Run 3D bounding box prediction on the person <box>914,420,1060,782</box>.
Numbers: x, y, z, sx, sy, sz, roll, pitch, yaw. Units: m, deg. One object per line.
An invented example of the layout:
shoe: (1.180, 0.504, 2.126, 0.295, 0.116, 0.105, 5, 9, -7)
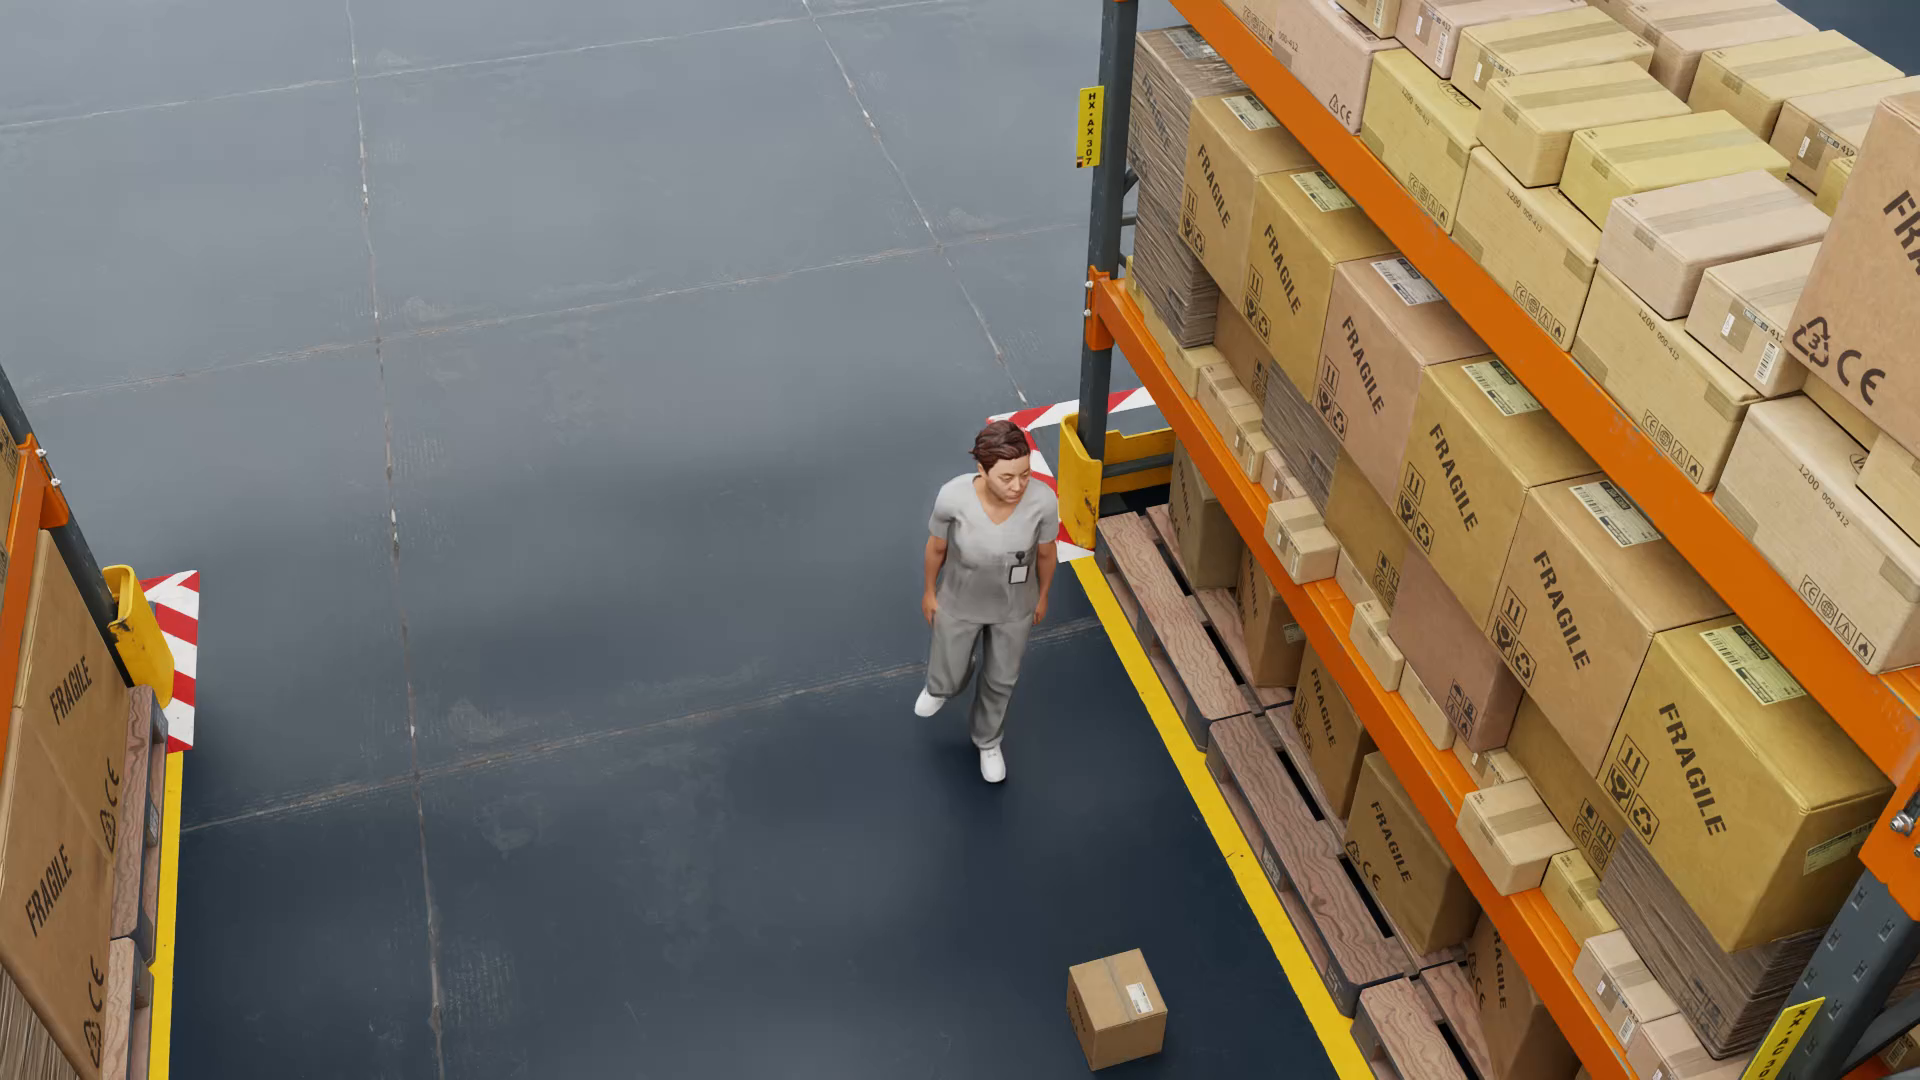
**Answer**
person: (0.081, 0.170, 5.978, 0.516, 1.667, 0.528, -1, 42, -1)
